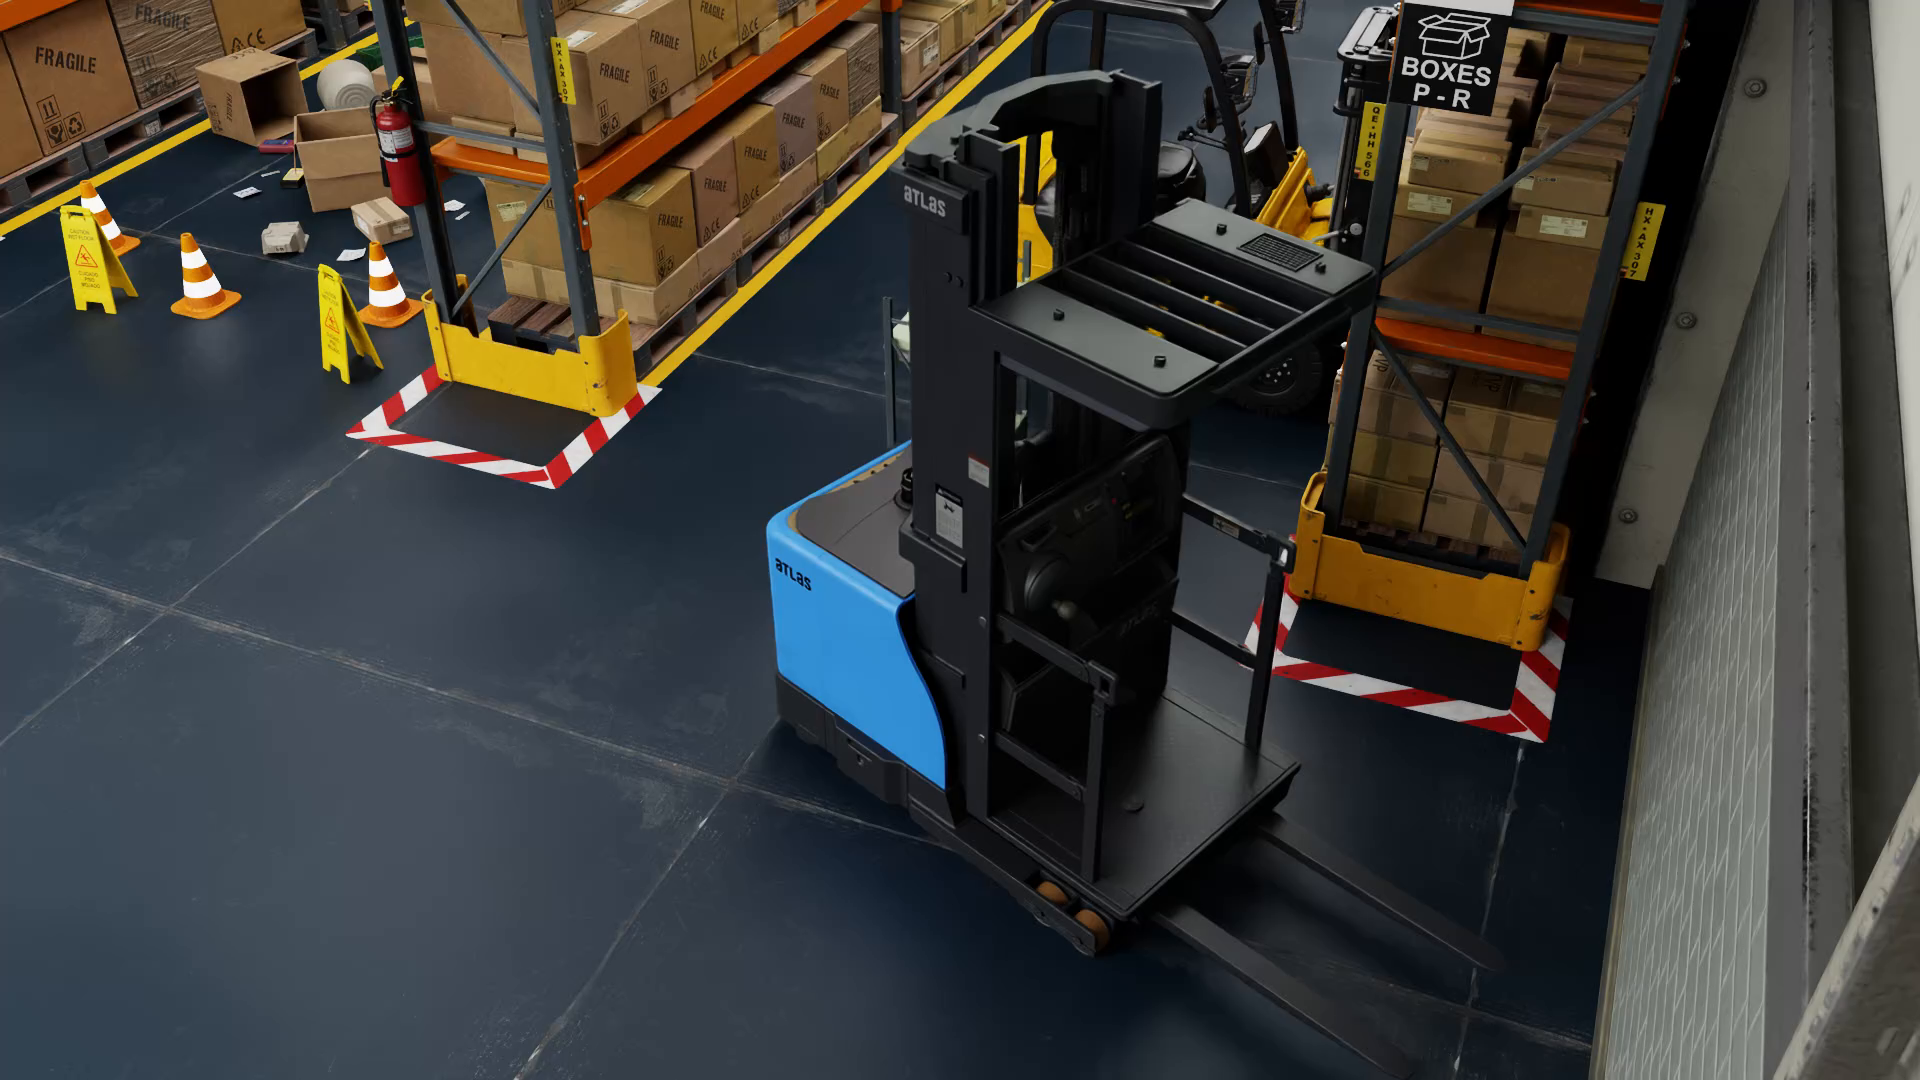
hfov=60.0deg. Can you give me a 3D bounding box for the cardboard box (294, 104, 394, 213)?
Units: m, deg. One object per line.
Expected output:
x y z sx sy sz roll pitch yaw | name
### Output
-4.101 -2.600 11.308 0.797 0.503 0.637 -11 38 -14 | cardboard box

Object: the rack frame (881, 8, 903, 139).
-0.906 -4.265 11.451 1.000 3.000 0.127 14 39 18 | rack frame

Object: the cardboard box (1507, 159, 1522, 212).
2.568 -1.502 7.128 0.380 0.149 0.250 14 39 18 | cardboard box

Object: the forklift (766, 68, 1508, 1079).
0.623 0.013 5.784 3.031 2.935 1.130 30 46 34 | forklift

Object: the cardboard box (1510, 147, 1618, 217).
2.489 -1.478 6.849 0.380 0.149 0.250 13 39 17 | cardboard box

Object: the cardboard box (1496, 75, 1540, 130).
2.408 -2.003 7.551 0.380 0.149 0.250 14 39 18 | cardboard box

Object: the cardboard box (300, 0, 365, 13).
-5.369 -4.968 13.920 1.050 0.750 0.750 14 39 18 | cardboard box

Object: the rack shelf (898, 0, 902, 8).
-0.145 -5.085 13.148 1.077 0.370 4.000 14 39 18 | rack shelf

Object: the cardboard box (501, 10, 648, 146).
-1.991 -2.409 8.636 0.500 0.500 0.500 13 39 17 | cardboard box

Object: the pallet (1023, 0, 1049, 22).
0.317 -4.931 14.670 1.003 0.211 1.213 14 39 18 | pallet

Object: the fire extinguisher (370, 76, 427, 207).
-2.898 -2.061 8.567 0.296 0.674 0.183 14 39 18 | fire extinguisher

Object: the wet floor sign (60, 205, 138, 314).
-5.224 -1.712 10.002 0.267 0.644 0.232 7 37 10 | wet floor sign

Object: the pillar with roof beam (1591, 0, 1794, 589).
-0.719 -4.486 6.735 9.100 9.000 0.400 14 39 18 | pillar with roof beam

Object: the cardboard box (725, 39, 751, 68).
-1.469 -2.943 9.891 0.380 0.149 0.250 13 39 17 | cardboard box

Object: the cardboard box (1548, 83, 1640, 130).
2.815 -1.899 7.411 0.380 0.149 0.250 14 39 18 | cardboard box

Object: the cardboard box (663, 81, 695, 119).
-1.709 -2.492 9.289 0.380 0.149 0.250 14 39 18 | cardboard box

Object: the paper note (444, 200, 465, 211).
-3.447 -2.270 11.271 0.148 0.019 0.142 29 45 33 | paper note

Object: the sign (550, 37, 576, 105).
-1.926 -2.274 8.064 0.100 0.325 0.005 14 39 18 | sign

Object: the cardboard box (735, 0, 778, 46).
-1.418 -3.262 9.777 0.500 0.500 0.500 13 39 17 | cardboard box

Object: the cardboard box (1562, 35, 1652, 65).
3.104 -2.328 7.986 0.380 0.149 0.250 14 39 18 | cardboard box

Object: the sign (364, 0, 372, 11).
-2.934 -2.779 8.231 0.100 0.325 0.005 14 39 18 | sign

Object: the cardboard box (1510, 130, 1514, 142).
2.262 -1.756 7.468 0.380 0.149 0.250 15 39 19 | cardboard box

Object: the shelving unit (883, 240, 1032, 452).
-0.003 -0.597 7.796 0.431 1.500 0.755 14 39 18 | shelving unit

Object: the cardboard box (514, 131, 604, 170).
-2.107 -2.091 8.752 0.380 0.149 0.250 14 39 18 | cardboard box

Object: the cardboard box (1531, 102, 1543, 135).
2.974 -1.746 7.997 0.500 0.500 0.500 13 39 17 | cardboard box

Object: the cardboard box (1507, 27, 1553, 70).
2.683 -2.438 8.133 0.380 0.149 0.250 14 39 18 | cardboard box

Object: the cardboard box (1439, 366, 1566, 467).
2.522 -0.612 7.675 0.500 0.250 0.500 13 39 17 | cardboard box

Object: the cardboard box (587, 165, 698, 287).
-1.857 -1.815 9.492 0.500 0.500 0.500 13 39 16 | cardboard box

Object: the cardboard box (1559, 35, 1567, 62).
3.093 -2.698 9.271 0.500 0.500 0.500 15 39 19 | cardboard box

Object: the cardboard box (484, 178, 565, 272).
-2.364 -1.921 9.634 0.500 0.500 0.500 14 39 18 | cardboard box

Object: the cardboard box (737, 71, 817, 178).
-1.268 -2.679 10.648 0.500 0.500 0.500 16 40 20 | cardboard box

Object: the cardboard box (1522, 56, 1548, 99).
2.680 -2.311 8.211 0.380 0.149 0.250 14 39 17 | cardboard box

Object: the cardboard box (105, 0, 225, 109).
-6.166 -3.822 12.282 0.875 0.875 0.875 14 39 18 | cardboard box

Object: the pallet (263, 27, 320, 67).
-5.884 -3.817 13.180 1.003 0.211 1.213 14 39 18 | pallet

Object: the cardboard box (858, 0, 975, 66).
-0.438 -4.071 13.035 0.950 0.372 0.625 16 40 21 | cardboard box

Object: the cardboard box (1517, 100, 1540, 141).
2.509 -1.863 8.154 0.500 0.500 0.500 13 39 17 | cardboard box

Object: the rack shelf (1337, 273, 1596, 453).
2.925 -1.741 8.675 1.077 0.370 4.000 14 39 18 | rack shelf

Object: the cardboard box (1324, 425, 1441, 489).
2.060 -0.530 7.982 0.500 0.250 0.500 13 39 17 | cardboard box

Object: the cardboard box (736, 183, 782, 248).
-1.468 -2.087 10.483 0.500 0.250 0.500 16 40 21 | cardboard box

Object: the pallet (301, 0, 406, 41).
-5.298 -4.664 14.314 1.003 0.211 1.213 14 39 18 | pallet

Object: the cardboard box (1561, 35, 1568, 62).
3.572 -2.591 9.128 0.500 0.500 0.500 14 39 18 | cardboard box

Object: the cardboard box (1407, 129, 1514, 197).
2.105 -1.587 6.995 0.380 0.149 0.250 14 39 18 | cardboard box

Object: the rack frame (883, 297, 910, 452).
-0.142 -0.394 7.525 0.400 1.500 0.023 14 39 18 | rack frame

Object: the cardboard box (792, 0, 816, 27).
-1.130 -3.354 10.442 0.380 0.149 0.250 13 39 17 | cardboard box

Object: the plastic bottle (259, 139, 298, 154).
-4.891 -2.839 11.997 0.283 0.061 0.133 1 37 2 | plastic bottle

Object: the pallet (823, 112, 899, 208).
-1.129 -2.769 11.778 1.003 0.211 1.213 14 39 18 | pallet

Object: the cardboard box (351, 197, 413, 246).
-3.798 -2.094 10.928 0.250 0.149 0.380 -25 43 -29 | cardboard box

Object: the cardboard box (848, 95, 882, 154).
-0.882 -2.944 11.629 0.500 0.250 0.500 16 40 20 | cardboard box

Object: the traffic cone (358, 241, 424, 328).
-3.457 -1.567 9.959 0.336 0.463 0.334 14 39 18 | traffic cone
